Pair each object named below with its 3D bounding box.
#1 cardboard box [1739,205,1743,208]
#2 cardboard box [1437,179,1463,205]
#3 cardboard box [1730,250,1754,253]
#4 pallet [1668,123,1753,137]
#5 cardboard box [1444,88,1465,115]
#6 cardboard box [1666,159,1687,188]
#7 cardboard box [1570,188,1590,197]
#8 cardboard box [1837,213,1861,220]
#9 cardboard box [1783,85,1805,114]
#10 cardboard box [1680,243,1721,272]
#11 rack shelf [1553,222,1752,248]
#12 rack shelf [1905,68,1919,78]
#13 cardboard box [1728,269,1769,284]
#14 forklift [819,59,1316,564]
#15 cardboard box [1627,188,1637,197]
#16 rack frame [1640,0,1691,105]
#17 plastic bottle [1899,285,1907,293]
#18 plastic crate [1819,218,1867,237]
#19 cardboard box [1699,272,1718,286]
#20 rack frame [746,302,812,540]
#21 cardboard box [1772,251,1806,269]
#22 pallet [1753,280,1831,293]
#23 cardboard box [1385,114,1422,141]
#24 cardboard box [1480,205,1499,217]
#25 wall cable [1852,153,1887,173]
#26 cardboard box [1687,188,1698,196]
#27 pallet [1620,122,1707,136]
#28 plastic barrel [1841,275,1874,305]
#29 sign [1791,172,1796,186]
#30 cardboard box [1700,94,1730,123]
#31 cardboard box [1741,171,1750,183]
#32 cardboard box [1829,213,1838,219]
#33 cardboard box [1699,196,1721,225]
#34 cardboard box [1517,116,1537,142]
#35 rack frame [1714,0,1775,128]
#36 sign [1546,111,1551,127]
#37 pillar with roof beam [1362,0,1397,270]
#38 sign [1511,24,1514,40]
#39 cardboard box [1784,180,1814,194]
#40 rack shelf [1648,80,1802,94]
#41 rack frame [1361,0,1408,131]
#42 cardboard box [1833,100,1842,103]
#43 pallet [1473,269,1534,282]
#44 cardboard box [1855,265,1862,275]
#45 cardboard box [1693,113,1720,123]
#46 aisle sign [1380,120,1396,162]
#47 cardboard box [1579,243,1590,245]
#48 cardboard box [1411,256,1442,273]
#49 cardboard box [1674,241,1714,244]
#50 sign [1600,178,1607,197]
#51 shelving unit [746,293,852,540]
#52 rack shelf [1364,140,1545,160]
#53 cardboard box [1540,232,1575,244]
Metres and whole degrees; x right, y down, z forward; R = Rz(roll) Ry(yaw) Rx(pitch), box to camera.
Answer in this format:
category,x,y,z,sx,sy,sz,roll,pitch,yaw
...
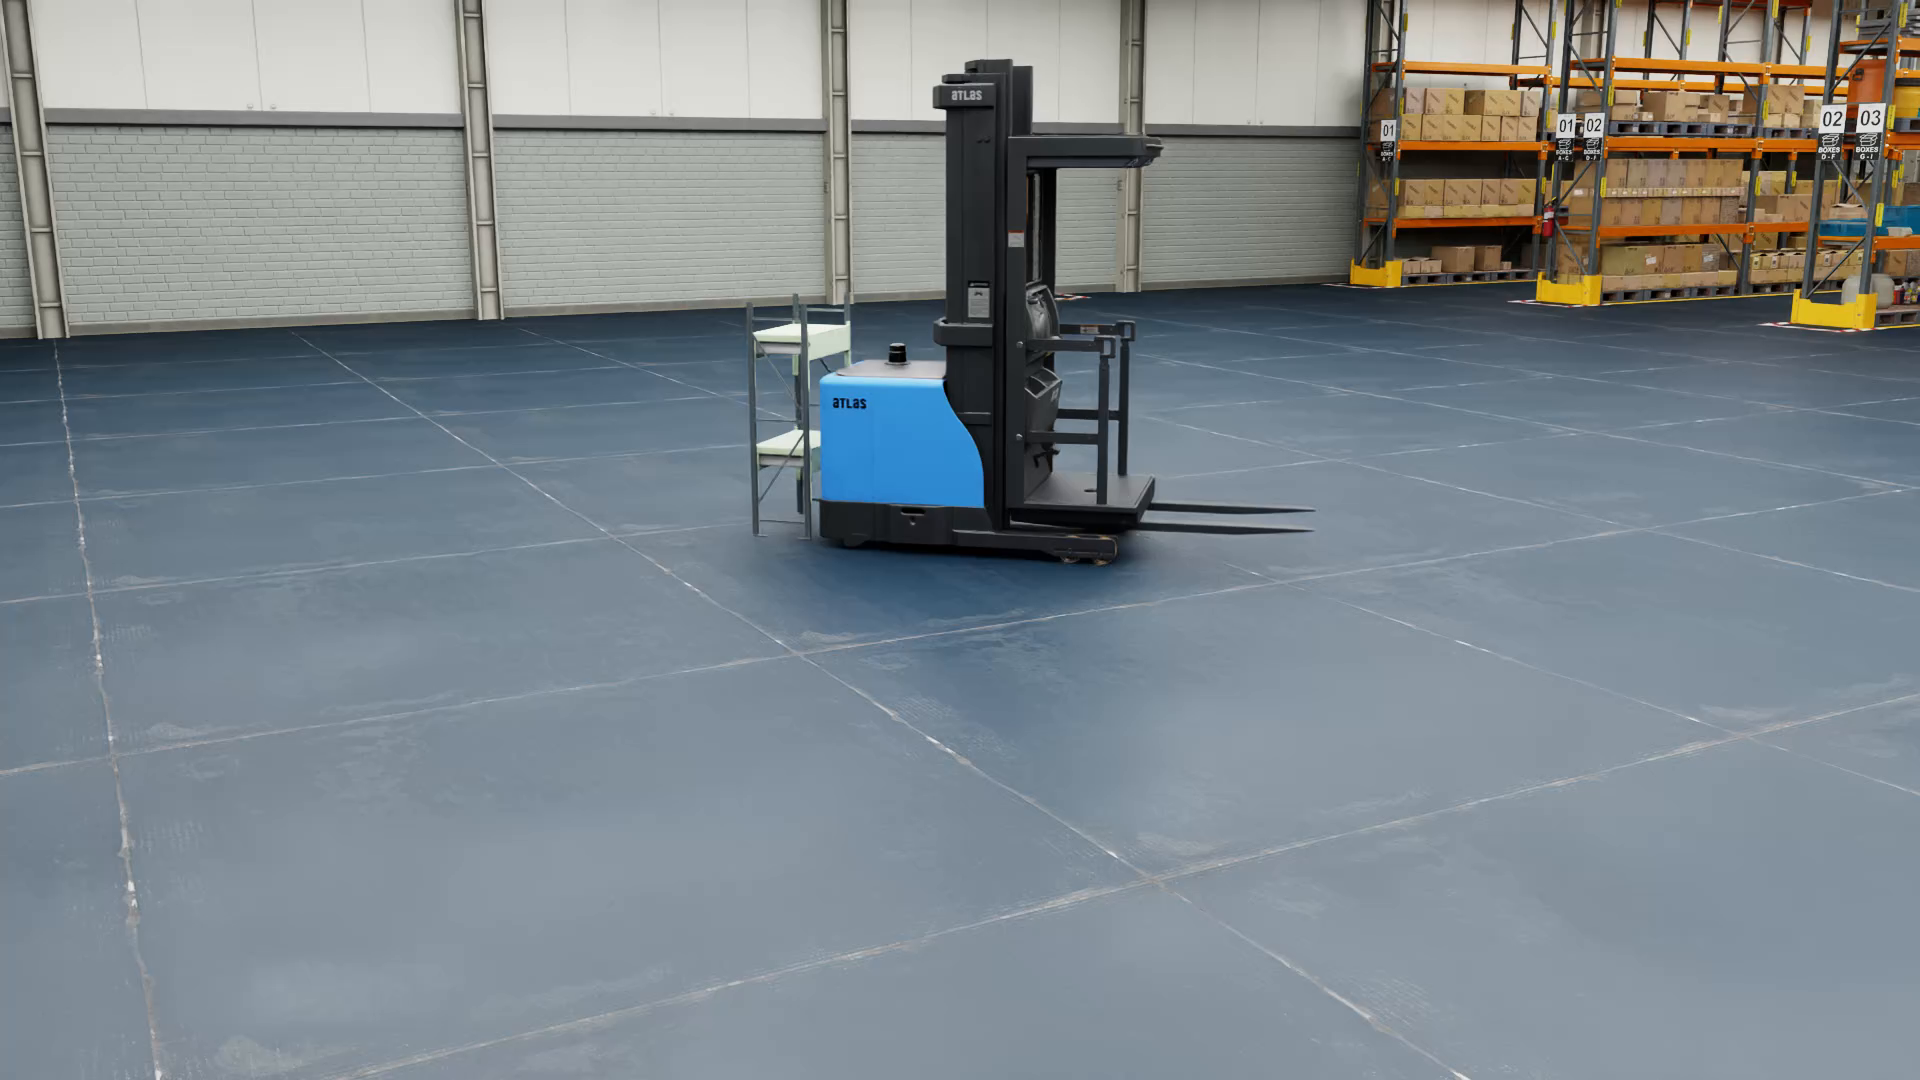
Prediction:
category,x,y,z,sx,sy,sz,roll,pitch,yaw
cardboard box,17.488,-7.504,37.648,0.250,0.149,0.380,-7,15,-29
cardboard box,9.711,-6.968,33.326,0.500,0.500,0.500,-7,15,-30
cardboard box,14.812,-5.327,31.477,0.500,0.311,0.500,-6,14,-26
pallet,13.404,-7.362,29.859,1.213,0.211,1.003,-7,14,-28
cardboard box,9.616,-8.672,32.930,0.500,0.500,0.500,-6,14,-26
cardboard box,12.432,-6.512,29.529,0.500,0.500,0.700,-7,14,-28
cardboard box,10.873,-6.058,28.989,0.250,0.149,0.380,-7,15,-29
cardboard box,16.994,-6.187,31.839,0.250,0.149,0.380,-7,14,-28
cardboard box,15.189,-8.119,30.698,0.500,0.500,0.500,-5,14,-22
cardboard box,13.393,-5.124,30.145,0.500,0.500,0.500,-7,14,-28
rack shelf,12.385,-5.475,29.743,4.000,0.370,1.077,-7,14,-28
rack shelf,19.407,-9.048,32.868,4.000,0.370,1.077,-7,14,-28
cardboard box,14.613,-4.894,30.831,0.500,0.250,0.500,-7,15,-29
forklift,0.694,-1.412,10.207,3.031,2.935,1.130,3,13,12
cardboard box,11.527,-6.035,28.887,0.250,0.149,0.380,-7,14,-28
rack frame,15.274,-10.338,36.050,0.127,3.000,1.000,-7,14,-28
plastic bottle,14.757,-3.860,26.130,0.135,0.276,0.152,-7,15,-29
plastic crate,13.295,-4.698,24.992,0.616,0.251,0.499,-7,14,-28
cardboard box,13.394,-4.758,30.226,0.500,0.250,0.500,-7,14,-28
rack frame,-1.142,-0.746,10.508,0.400,1.500,0.023,4,13,17
cardboard box,15.518,-5.275,31.246,0.500,0.311,0.500,-7,15,-30
pallet,15.840,-4.890,31.857,1.213,0.211,1.003,-7,14,-28
cardboard box,8.666,-8.079,32.569,0.500,0.500,0.500,-6,14,-26
cardboard box,10.618,-6.712,33.898,0.500,0.250,0.500,-7,14,-28
wall cable,22.967,-9.066,41.746,1.851,1.984,0.084,-7,14,-28
cardboard box,12.889,-6.198,29.614,0.250,0.149,0.380,-6,14,-26
pallet,12.334,-7.234,29.292,1.213,0.211,1.003,-7,14,-28
plastic barrel,13.540,-3.736,25.086,0.421,0.512,0.421,0,13,0
sign,19.054,-8.255,38.000,0.005,0.325,0.100,-7,14,-28
cardboard box,13.572,-7.819,30.188,0.500,0.500,0.500,-6,14,-23
cardboard box,17.597,-8.198,37.544,0.500,0.250,0.500,-7,14,-27
cardboard box,16.559,-6.189,31.852,0.250,0.149,0.380,-6,14,-24
cardboard box,13.294,-5.980,30.123,0.500,0.500,0.700,-7,14,-28
cardboard box,11.436,-8.411,34.048,0.500,0.500,0.500,-6,14,-26
rack frame,14.140,-8.963,29.940,0.127,3.000,1.000,-7,14,-28
sign,12.030,-8.602,33.992,0.005,0.325,0.100,-7,14,-28
pillar with roof beam,10.515,-8.907,29.692,0.400,9.000,9.100,-7,14,-28
sign,11.492,-10.557,34.533,0.005,0.325,0.100,-7,14,-28
cardboard box,19.269,-8.032,38.786,0.700,0.700,0.980,-7,14,-27
rack shelf,17.030,-10.002,37.108,4.000,0.370,1.077,-7,14,-28
rack frame,8.252,-9.496,32.311,0.127,3.000,1.000,-7,14,-28
cardboard box,19.994,-9.918,38.465,0.500,0.500,0.500,-7,15,-29
pallet,11.191,-5.553,34.801,1.213,0.211,1.003,-7,14,-28
cardboard box,17.306,-5.218,32.270,0.500,0.250,0.500,-6,14,-27
cardboard box,13.212,-7.471,29.438,0.250,0.149,0.380,-7,14,-28
aisle sign,8.333,-7.773,32.393,0.004,0.787,0.394,-7,14,-28
cardboard box,13.298,-6.176,35.912,0.500,0.500,0.700,-7,14,-27
cardboard box,9.403,-5.588,33.729,0.500,0.311,0.500,-6,14,-23
cardboard box,13.583,-5.277,30.824,0.500,0.500,0.500,-7,14,-28
sign,10.890,-5.969,28.147,0.005,0.325,0.100,-7,14,-28
shelving unit,-1.031,-0.823,10.849,0.431,1.500,0.755,4,13,17
rack shelf,10.008,-7.893,33.654,4.000,0.370,1.077,-7,14,-28
cardboard box,12.786,-6.479,35.550,0.500,0.250,0.500,-7,15,-29
